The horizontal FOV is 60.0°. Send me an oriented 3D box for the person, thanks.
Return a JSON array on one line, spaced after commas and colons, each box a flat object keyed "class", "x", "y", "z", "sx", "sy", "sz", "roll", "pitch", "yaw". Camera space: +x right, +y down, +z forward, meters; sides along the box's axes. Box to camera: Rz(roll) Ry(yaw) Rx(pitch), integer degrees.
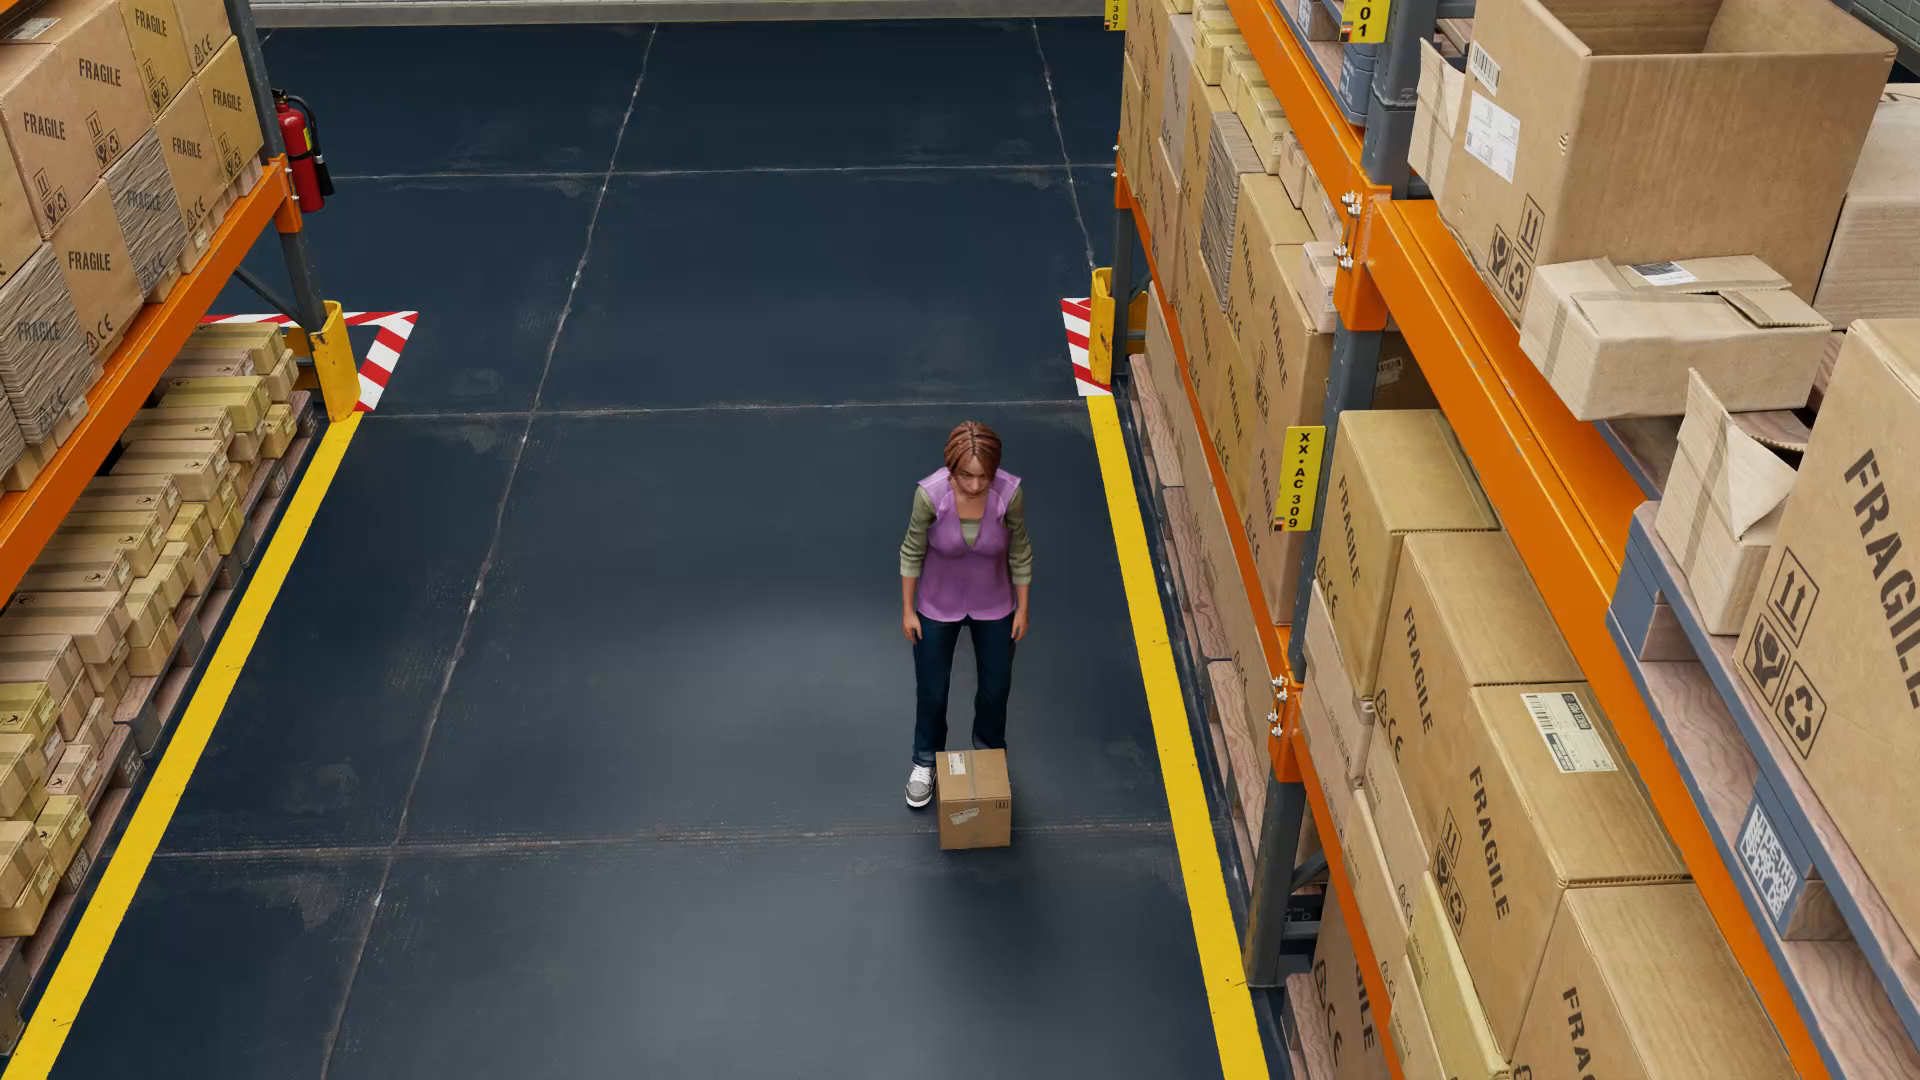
[{"class": "person", "x": 0.022, "y": 0.250, "z": 5.809, "sx": 0.460, "sy": 1.591, "sz": 0.345, "roll": -2, "pitch": 36, "yaw": -3}]
